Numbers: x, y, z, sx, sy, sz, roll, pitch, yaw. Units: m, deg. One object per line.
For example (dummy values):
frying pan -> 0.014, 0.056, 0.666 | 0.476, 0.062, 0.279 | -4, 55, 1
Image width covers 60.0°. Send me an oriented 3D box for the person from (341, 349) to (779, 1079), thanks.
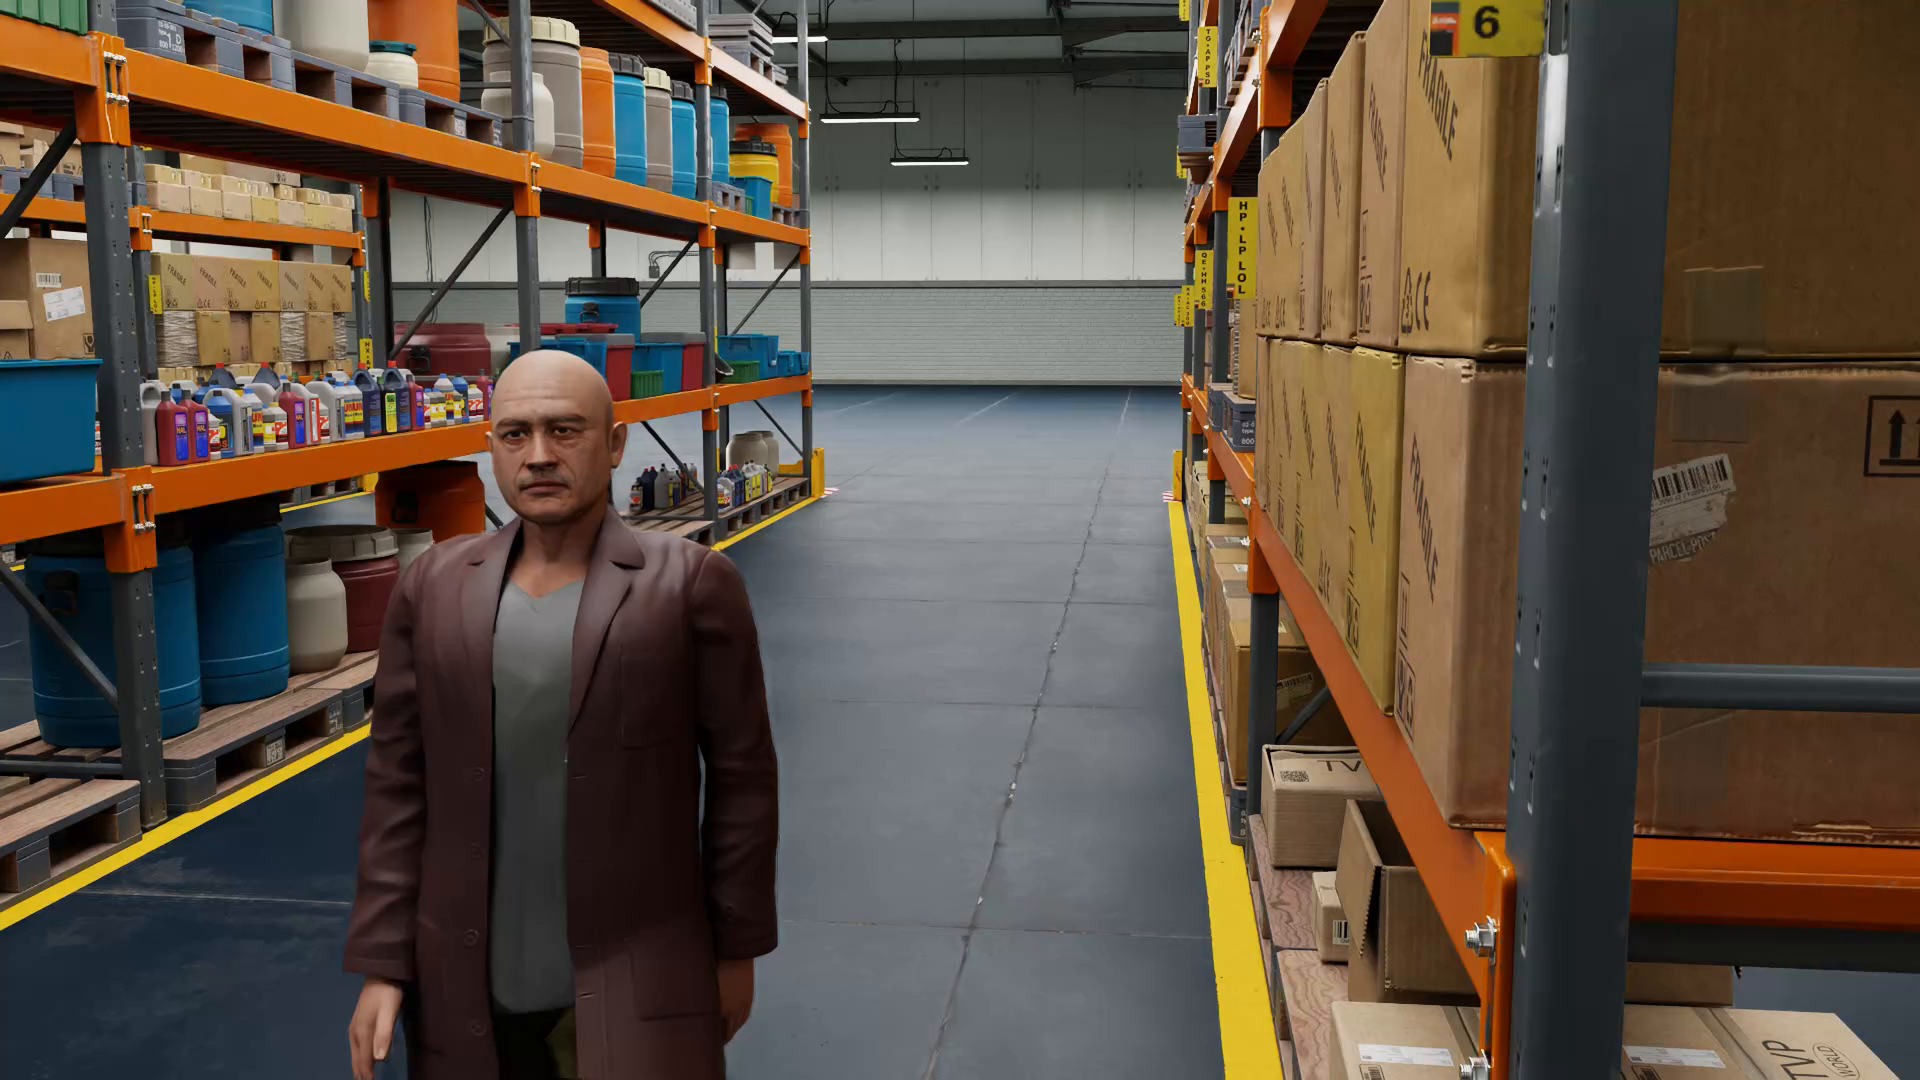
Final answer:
person -> -0.569, 0.643, 2.343 | 0.588, 1.809, 0.491 | 1, 7, 5
